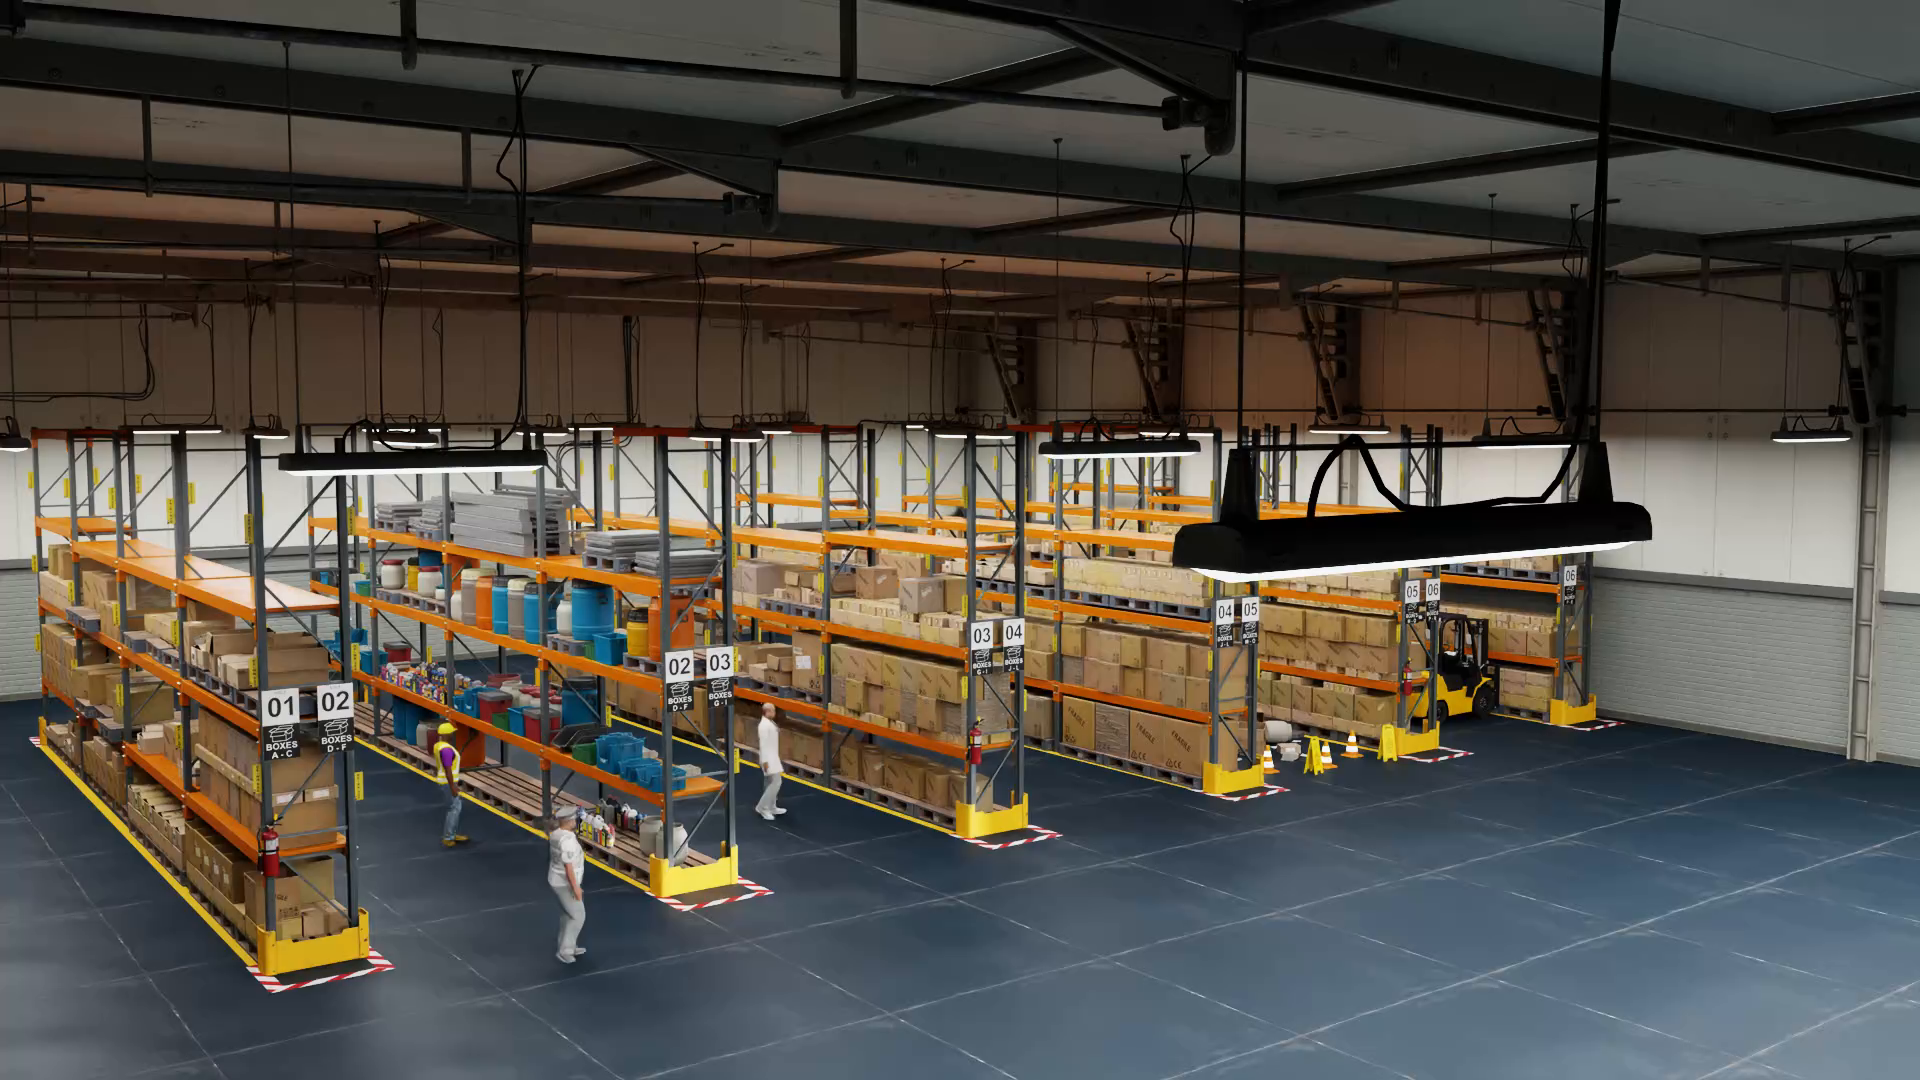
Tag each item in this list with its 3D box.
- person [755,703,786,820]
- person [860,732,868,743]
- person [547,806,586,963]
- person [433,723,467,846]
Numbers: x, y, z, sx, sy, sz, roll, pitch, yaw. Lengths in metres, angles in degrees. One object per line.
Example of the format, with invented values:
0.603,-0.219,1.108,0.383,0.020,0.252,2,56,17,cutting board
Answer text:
-2.956,3.417,25.901,0.460,1.789,0.635,0,4,-2,person
-1.630,3.132,30.342,0.378,1.677,0.572,-2,5,-24,person
-4.547,4.001,19.224,0.419,1.847,0.589,-2,5,-21,person
-7.472,3.588,24.356,0.445,1.841,0.625,-1,5,-15,person
